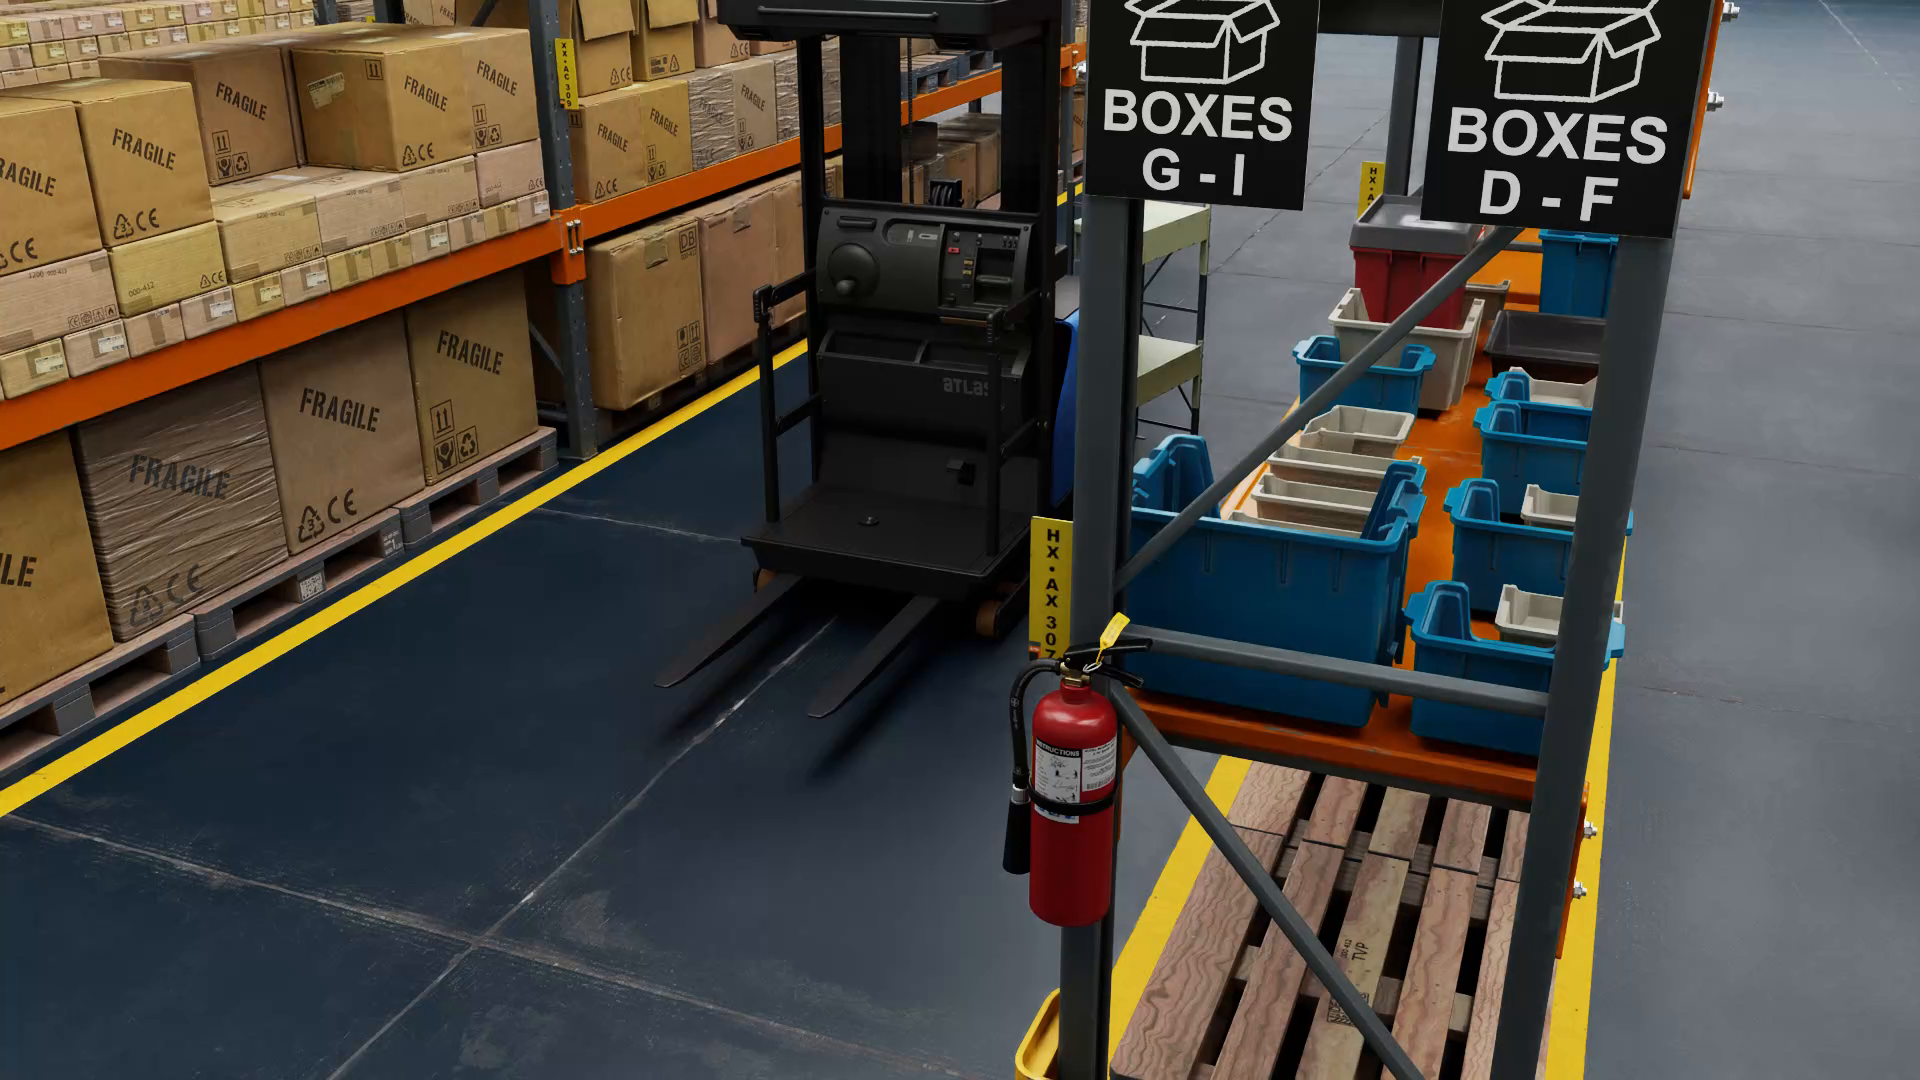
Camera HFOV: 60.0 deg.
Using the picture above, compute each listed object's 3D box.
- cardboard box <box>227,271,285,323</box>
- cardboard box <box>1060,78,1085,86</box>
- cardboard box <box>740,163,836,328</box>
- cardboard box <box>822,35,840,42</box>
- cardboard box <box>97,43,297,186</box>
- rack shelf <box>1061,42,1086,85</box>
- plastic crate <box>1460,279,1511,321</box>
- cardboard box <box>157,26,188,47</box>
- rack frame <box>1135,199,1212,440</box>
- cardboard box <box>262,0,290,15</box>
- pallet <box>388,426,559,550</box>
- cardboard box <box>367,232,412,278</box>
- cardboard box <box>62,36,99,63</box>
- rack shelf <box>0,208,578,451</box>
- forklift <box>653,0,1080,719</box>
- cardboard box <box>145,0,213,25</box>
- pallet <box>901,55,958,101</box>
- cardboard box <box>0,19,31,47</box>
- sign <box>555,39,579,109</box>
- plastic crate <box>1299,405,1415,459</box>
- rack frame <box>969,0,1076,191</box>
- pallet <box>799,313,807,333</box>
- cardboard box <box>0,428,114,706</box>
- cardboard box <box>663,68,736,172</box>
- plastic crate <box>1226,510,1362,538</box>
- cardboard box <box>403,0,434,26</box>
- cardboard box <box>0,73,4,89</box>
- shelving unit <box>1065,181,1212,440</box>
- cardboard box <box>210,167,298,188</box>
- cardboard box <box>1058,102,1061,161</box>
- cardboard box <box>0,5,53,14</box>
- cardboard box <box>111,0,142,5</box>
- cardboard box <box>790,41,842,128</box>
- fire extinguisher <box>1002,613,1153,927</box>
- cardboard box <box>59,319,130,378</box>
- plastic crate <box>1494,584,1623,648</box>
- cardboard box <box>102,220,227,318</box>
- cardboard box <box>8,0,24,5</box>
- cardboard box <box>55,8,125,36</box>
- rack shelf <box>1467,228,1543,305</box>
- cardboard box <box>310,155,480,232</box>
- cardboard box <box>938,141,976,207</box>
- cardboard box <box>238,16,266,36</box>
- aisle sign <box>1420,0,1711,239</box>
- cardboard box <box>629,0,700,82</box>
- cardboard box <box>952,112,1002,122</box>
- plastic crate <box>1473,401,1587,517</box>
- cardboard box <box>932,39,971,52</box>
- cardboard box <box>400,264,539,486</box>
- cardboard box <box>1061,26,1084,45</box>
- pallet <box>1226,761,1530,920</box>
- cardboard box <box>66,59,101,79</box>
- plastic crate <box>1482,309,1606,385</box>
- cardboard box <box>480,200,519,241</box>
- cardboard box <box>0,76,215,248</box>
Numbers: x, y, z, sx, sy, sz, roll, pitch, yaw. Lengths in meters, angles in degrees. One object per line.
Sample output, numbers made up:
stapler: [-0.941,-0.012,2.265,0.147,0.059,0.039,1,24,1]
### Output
cardboard box: [-2.884,-0.966,6.496,0.380,0.149,0.250,8,24,19]
cardboard box: [1.363,-4.556,17.464,0.500,0.500,0.500,11,25,25]
cardboard box: [-1.534,-1.966,10.776,1.225,0.875,0.875,9,24,20]
cardboard box: [-1.207,-3.564,10.959,0.797,0.503,0.637,10,25,22]
cardboard box: [-3.200,-1.800,7.003,0.500,0.500,0.500,8,24,18]
rack shelf: [1.308,-5.129,17.071,1.077,0.370,4.000,9,24,20]
plastic crate: [1.887,-0.934,6.357,0.396,0.136,0.243,9,24,20]
cardboard box: [-5.726,-3.572,11.804,0.380,0.149,0.250,9,24,21]
rack frame: [1.101,-1.216,8.716,0.400,1.500,0.023,15,27,32]
cardboard box: [-5.340,-4.082,12.640,0.380,0.149,0.250,8,24,19]
pallet: [-2.761,-0.335,8.278,1.003,0.211,1.213,9,24,20]
cardboard box: [-2.597,-1.242,7.159,0.380,0.149,0.250,9,24,21]
cardboard box: [-6.016,-3.295,11.141,0.380,0.149,0.250,10,25,22]
rack shelf: [-3.149,-0.835,6.791,1.077,0.370,4.000,9,24,20]
forklift: [-0.231,-1.127,6.644,1.130,2.935,3.031,9,24,20]
cardboard box: [-5.628,-3.807,11.981,0.380,0.149,0.250,9,24,20]
pallet: [-0.755,-3.496,12.476,1.213,0.211,1.003,9,24,20]
cardboard box: [-6.205,-3.248,10.644,0.380,0.149,0.250,9,24,21]
sign: [-1.890,-2.240,7.994,0.100,0.325,0.005,9,24,20]
plastic crate: [1.136,-0.279,4.791,0.298,0.136,0.250,9,24,20]
rack frame: [0.565,-4.746,15.219,1.000,3.000,0.127,9,24,20]
pallet: [-1.283,-1.756,11.680,1.003,0.211,1.213,9,24,20]
cardboard box: [-3.728,0.095,5.843,0.875,0.875,0.875,9,24,20]
cardboard box: [-1.631,-2.417,9.514,0.500,0.500,0.500,8,24,19]
plastic crate: [0.841,0.034,4.041,0.396,0.136,0.243,9,24,20]
cardboard box: [-4.884,-4.411,14.288,0.500,0.500,0.500,9,24,20]
cardboard box: [-6.303,-2.882,10.539,0.380,0.149,0.250,9,24,21]
shelving unit: [0.892,-1.100,8.439,0.431,1.500,0.755,15,27,32]
cardboard box: [-3.200,-1.457,7.154,0.500,0.250,0.500,9,24,21]
cardboard box: [0.751,-3.923,15.949,0.500,0.500,0.500,8,24,18]
cardboard box: [-6.521,-3.619,11.532,0.380,0.149,0.250,8,24,18]
cardboard box: [-6.230,-3.900,12.203,0.380,0.149,0.250,10,25,23]
cardboard box: [-1.064,-2.971,10.840,0.500,0.500,0.500,9,24,20]
fire extinguisher: [0.229,0.454,3.354,0.296,0.674,0.183,9,24,20]
cardboard box: [-3.169,-0.692,5.842,0.380,0.149,0.250,8,24,19]
plastic crate: [1.300,0.208,3.625,0.250,0.136,0.298,9,24,20]
cardboard box: [-3.086,-1.019,6.106,0.500,0.250,0.500,8,24,18]
cardboard box: [-9.409,-5.281,16.282,0.380,0.149,0.250,10,25,23]
cardboard box: [-5.921,-3.519,11.293,0.380,0.149,0.250,10,25,22]
rack shelf: [2.935,-1.557,8.520,1.077,0.370,4.000,9,24,20]
cardboard box: [-2.516,-1.570,7.425,0.500,0.250,0.500,10,24,22]
cardboard box: [-0.292,-3.011,13.738,0.700,0.500,0.500,11,25,24]
cardboard box: [-5.442,-3.843,12.454,0.380,0.149,0.250,9,24,21]
aisle sign: [0.956,-0.873,2.576,0.394,0.787,0.004,9,24,20]
cardboard box: [-1.911,-2.865,9.287,0.797,0.503,0.637,9,24,21]
cardboard box: [0.317,-3.578,15.098,0.700,0.500,0.500,7,24,16]
plastic crate: [1.593,-0.205,4.488,0.416,0.233,0.300,9,24,20]
cardboard box: [-0.084,-4.006,13.097,0.500,0.250,0.500,8,24,19]
cardboard box: [-2.726,-0.871,8.156,0.875,0.875,0.875,9,24,20]
cardboard box: [0.925,-4.663,15.349,0.380,0.149,0.250,9,24,20]
pallet: [1.504,0.820,5.513,1.003,0.211,1.213,9,24,20]
cardboard box: [-6.018,-3.152,11.185,0.380,0.149,0.250,8,24,18]
plastic crate: [2.026,-0.635,5.658,0.437,0.125,0.590,9,24,20]
cardboard box: [-2.311,-1.518,7.819,0.380,0.149,0.250,9,24,21]
cardboard box: [-3.090,-1.364,5.959,0.500,0.500,0.500,8,24,19]
